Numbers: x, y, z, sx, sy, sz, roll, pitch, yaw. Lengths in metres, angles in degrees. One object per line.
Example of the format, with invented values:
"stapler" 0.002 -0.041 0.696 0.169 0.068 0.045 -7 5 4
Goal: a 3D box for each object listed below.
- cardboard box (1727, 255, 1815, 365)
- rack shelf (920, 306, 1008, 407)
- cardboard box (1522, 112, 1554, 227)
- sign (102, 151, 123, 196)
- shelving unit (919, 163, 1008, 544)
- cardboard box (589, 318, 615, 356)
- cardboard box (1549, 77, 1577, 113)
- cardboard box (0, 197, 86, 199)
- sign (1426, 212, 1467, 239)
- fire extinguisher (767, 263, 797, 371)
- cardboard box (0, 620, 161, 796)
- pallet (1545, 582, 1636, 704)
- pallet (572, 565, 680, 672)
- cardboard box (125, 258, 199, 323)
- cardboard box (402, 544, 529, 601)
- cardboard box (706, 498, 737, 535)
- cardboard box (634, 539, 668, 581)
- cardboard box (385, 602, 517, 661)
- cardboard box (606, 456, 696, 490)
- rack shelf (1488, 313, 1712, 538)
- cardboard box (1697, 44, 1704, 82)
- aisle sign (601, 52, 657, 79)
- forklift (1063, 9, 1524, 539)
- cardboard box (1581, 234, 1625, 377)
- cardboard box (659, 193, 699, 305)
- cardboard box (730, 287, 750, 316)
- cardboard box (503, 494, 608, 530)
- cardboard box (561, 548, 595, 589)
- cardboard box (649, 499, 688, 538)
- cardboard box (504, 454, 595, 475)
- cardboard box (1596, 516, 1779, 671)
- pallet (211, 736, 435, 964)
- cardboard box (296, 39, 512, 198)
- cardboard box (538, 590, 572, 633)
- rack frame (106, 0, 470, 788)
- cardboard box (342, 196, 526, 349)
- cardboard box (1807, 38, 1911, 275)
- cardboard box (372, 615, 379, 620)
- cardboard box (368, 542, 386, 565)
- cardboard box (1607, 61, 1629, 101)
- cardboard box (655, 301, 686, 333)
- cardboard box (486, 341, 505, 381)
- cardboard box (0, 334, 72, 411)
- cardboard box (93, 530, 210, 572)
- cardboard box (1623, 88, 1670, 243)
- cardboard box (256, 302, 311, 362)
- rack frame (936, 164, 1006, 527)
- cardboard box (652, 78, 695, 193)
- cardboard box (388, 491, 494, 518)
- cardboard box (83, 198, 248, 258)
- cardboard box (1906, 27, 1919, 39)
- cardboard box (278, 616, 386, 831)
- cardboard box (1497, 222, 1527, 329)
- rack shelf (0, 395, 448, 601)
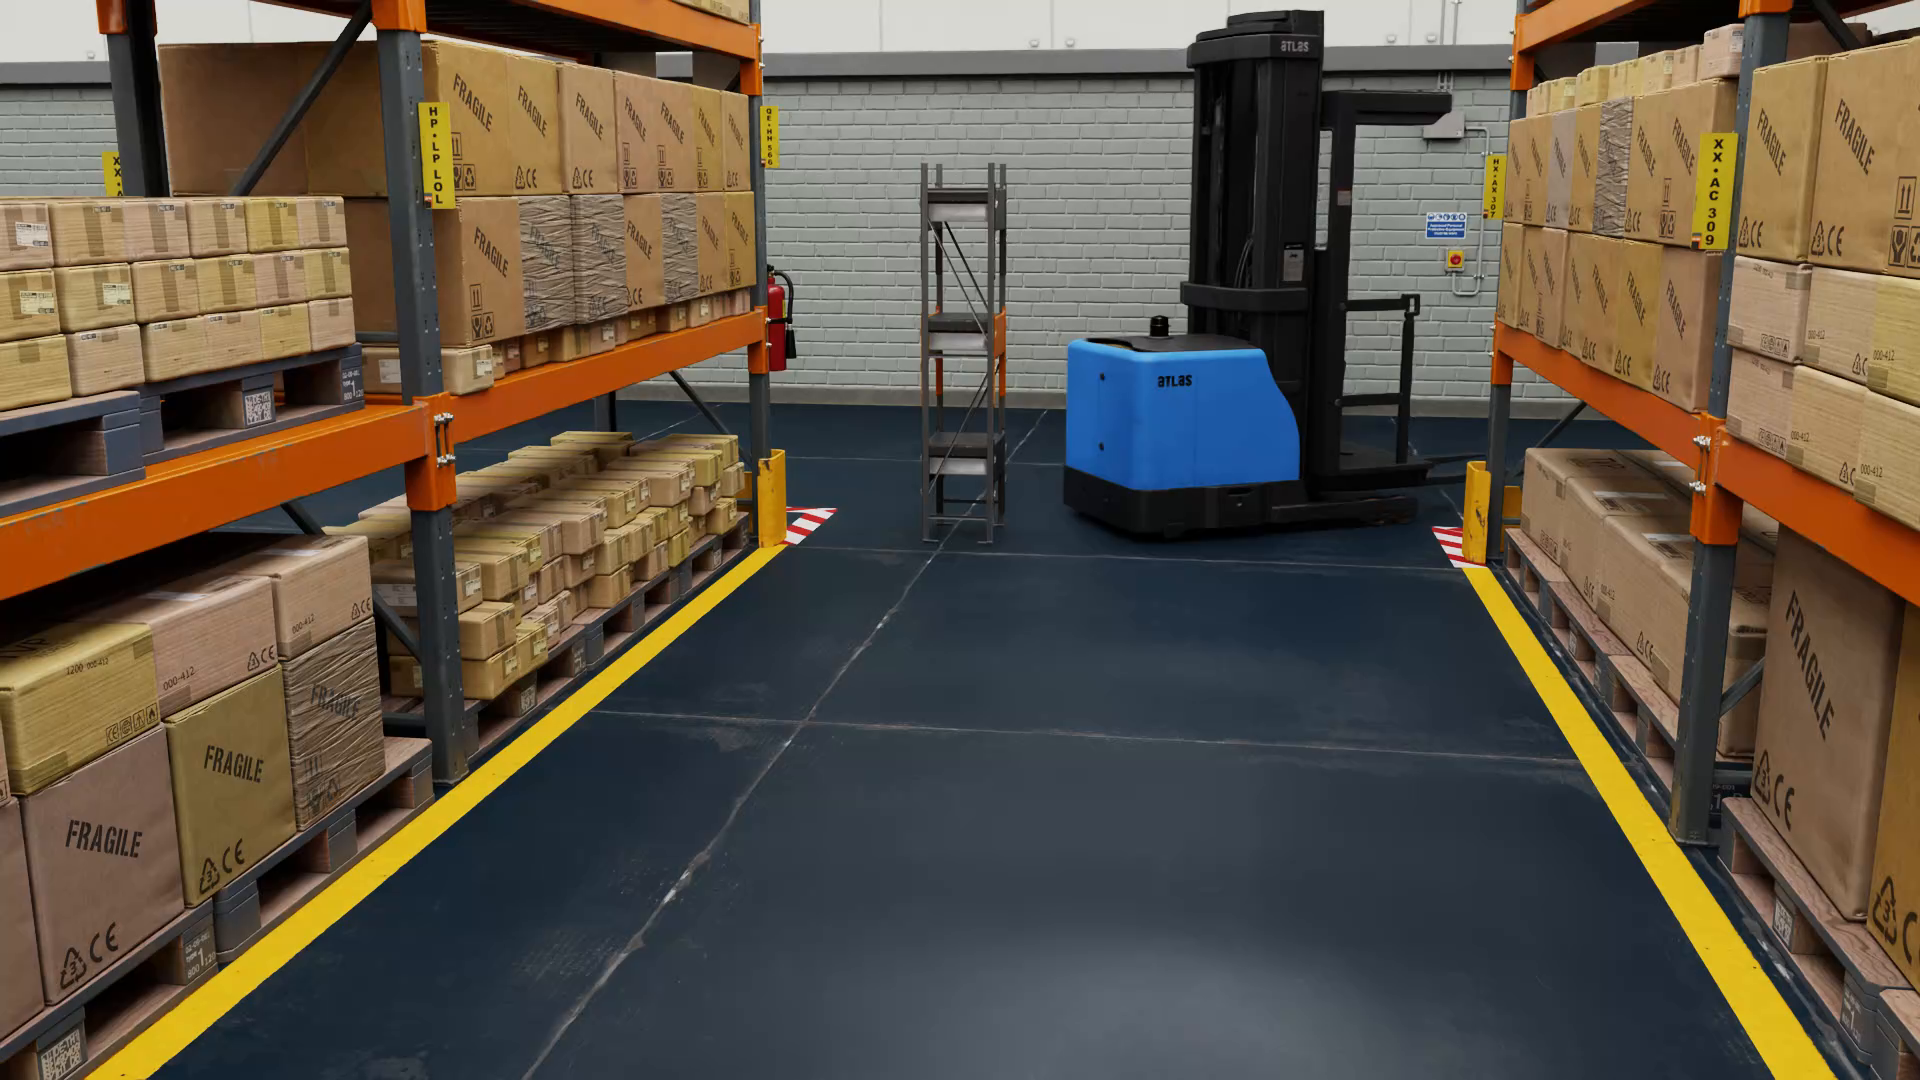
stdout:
"cardboard box" 2.366 -0.609 4.368 0.500 0.250 0.500 2 12 7
"rack shelf" 0.025 -1.048 9.435 0.431 0.518 0.480 2 12 9
"cardboard box" 2.899 -1.692 7.615 0.500 0.500 0.500 2 12 7
"sign" -2.732 -1.099 5.418 0.100 0.325 0.005 2 12 9
"shelving unit" 0.025 -1.061 9.432 0.431 2.100 0.503 2 12 9
"cardboard box" -1.673 -0.861 6.965 0.380 0.149 0.250 2 12 11
"cardboard box" 2.853 -1.980 7.412 0.380 0.149 0.250 1 12 7
"cardboard box" -2.746 -0.908 4.772 0.380 0.149 0.250 2 12 10
"sign" 4.133 -2.674 14.140 0.327 0.218 0.001 2 12 9
"fire extinguisher" -1.085 -1.310 9.520 0.296 0.674 0.183 2 12 9
"cardboard box" -2.219 0.371 3.810 0.500 0.250 0.500 1 12 6
"pallet" 3.092 0.432 6.986 1.003 0.211 1.213 2 12 9
"pallet" -1.941 0.308 7.564 1.003 0.211 1.213 2 12 9
"cardboard box" -2.179 -0.635 4.213 0.380 0.149 0.250 1 12 7
"cardboard box" -1.836 0.117 6.187 0.380 0.149 0.250 3 12 11
"cardboard box" -1.394 -0.131 8.751 0.380 0.149 0.250 2 12 10
"cardboard box" -1.584 0.085 7.751 0.380 0.149 0.250 2 12 10
"cardboard box" -1.823 0.318 5.961 0.380 0.149 0.250 2 12 11
"cardboard box" -1.523 -0.316 8.198 0.380 0.149 0.250 1 12 6
"rack shelf" 3.020 -0.585 6.796 1.077 0.370 4.000 2 12 9
"cardboard box" 2.641 -1.552 5.427 0.380 0.149 0.250 2 12 9
"aisle sign" -1.865 -2.788 9.140 0.394 0.787 0.004 2 12 9
"forklift" 2.201 -1.615 10.028 3.031 2.935 1.130 -5 13 -21
"cardboard box" 2.667 -0.887 6.250 0.500 0.500 0.500 2 12 8
"cardboard box" -1.547 -1.372 7.796 0.500 0.500 0.500 2 12 9
"cardboard box" -1.350 -1.293 8.967 0.380 0.149 0.250 2 12 9
"cardboard box" -1.748 -0.102 7.203 0.380 0.149 0.250 1 12 6
"cardboard box" -1.761 0.098 6.982 0.380 0.149 0.250 2 12 11
"cardboard box" -1.524 -0.114 7.966 0.380 0.149 0.250 2 12 9
"cardboard box" -2.041 -0.333 8.276 0.380 0.149 0.250 1 12 6
"cardboard box" 3.052 0.213 6.469 0.875 0.438 0.875 2 12 7
"pallet" -2.313 0.866 4.976 1.003 0.211 1.213 2 12 9
"cardboard box" -1.884 -1.429 5.687 0.500 0.500 0.500 2 12 10
"cardboard box" -1.804 0.300 6.752 0.380 0.149 0.250 2 12 7
"rack frame" -2.195 -0.660 5.435 1.000 3.000 0.127 2 12 9
"cardboard box" -1.869 -0.949 5.833 0.500 0.500 0.500 2 12 8
"cardboard box" 2.309 -0.869 3.795 0.500 0.500 0.500 2 12 8
"cardboard box" -2.431 0.251 6.275 0.380 0.149 0.250 1 12 6
"cardboard box" -2.397 0.101 6.264 0.380 0.149 0.250 2 12 9
"cardboard box" 2.727 -1.765 6.414 0.380 0.149 0.250 2 12 9
"cardboard box" -1.535 -1.082 7.988 0.380 0.149 0.250 1 12 6
"cardboard box" -1.861 -0.641 5.946 0.380 0.149 0.250 2 12 10
"cardboard box" -2.257 -0.382 3.745 0.380 0.149 0.250 2 12 11
"cardboard box" -2.569 0.136 4.901 0.500 0.250 0.500 1 12 6
"cardboard box" 2.598 -1.271 5.658 0.500 0.500 0.500 2 12 8
"cardboard box" -2.099 -0.599 4.752 0.380 0.149 0.250 2 12 9
"rack frame" 0.063 -1.112 9.668 0.400 2.100 0.015 2 12 9
"cardboard box" -1.553 -1.858 7.679 0.500 0.500 0.500 3 12 12
"cardboard box" -2.269 -0.119 7.282 0.380 0.149 0.250 1 12 7
"cardboard box" -2.146 -0.833 4.428 0.380 0.149 0.250 1 12 7
"cardboard box" 3.017 -1.432 4.870 0.380 0.149 0.250 2 12 8
"cardboard box" -2.060 0.519 4.901 0.500 0.500 0.500 2 12 8
"cardboard box" 2.970 -1.311 8.221 0.500 0.500 0.500 2 12 8
"rack shelf" -2.502 0.108 3.579 1.077 0.370 4.000 2 12 9
